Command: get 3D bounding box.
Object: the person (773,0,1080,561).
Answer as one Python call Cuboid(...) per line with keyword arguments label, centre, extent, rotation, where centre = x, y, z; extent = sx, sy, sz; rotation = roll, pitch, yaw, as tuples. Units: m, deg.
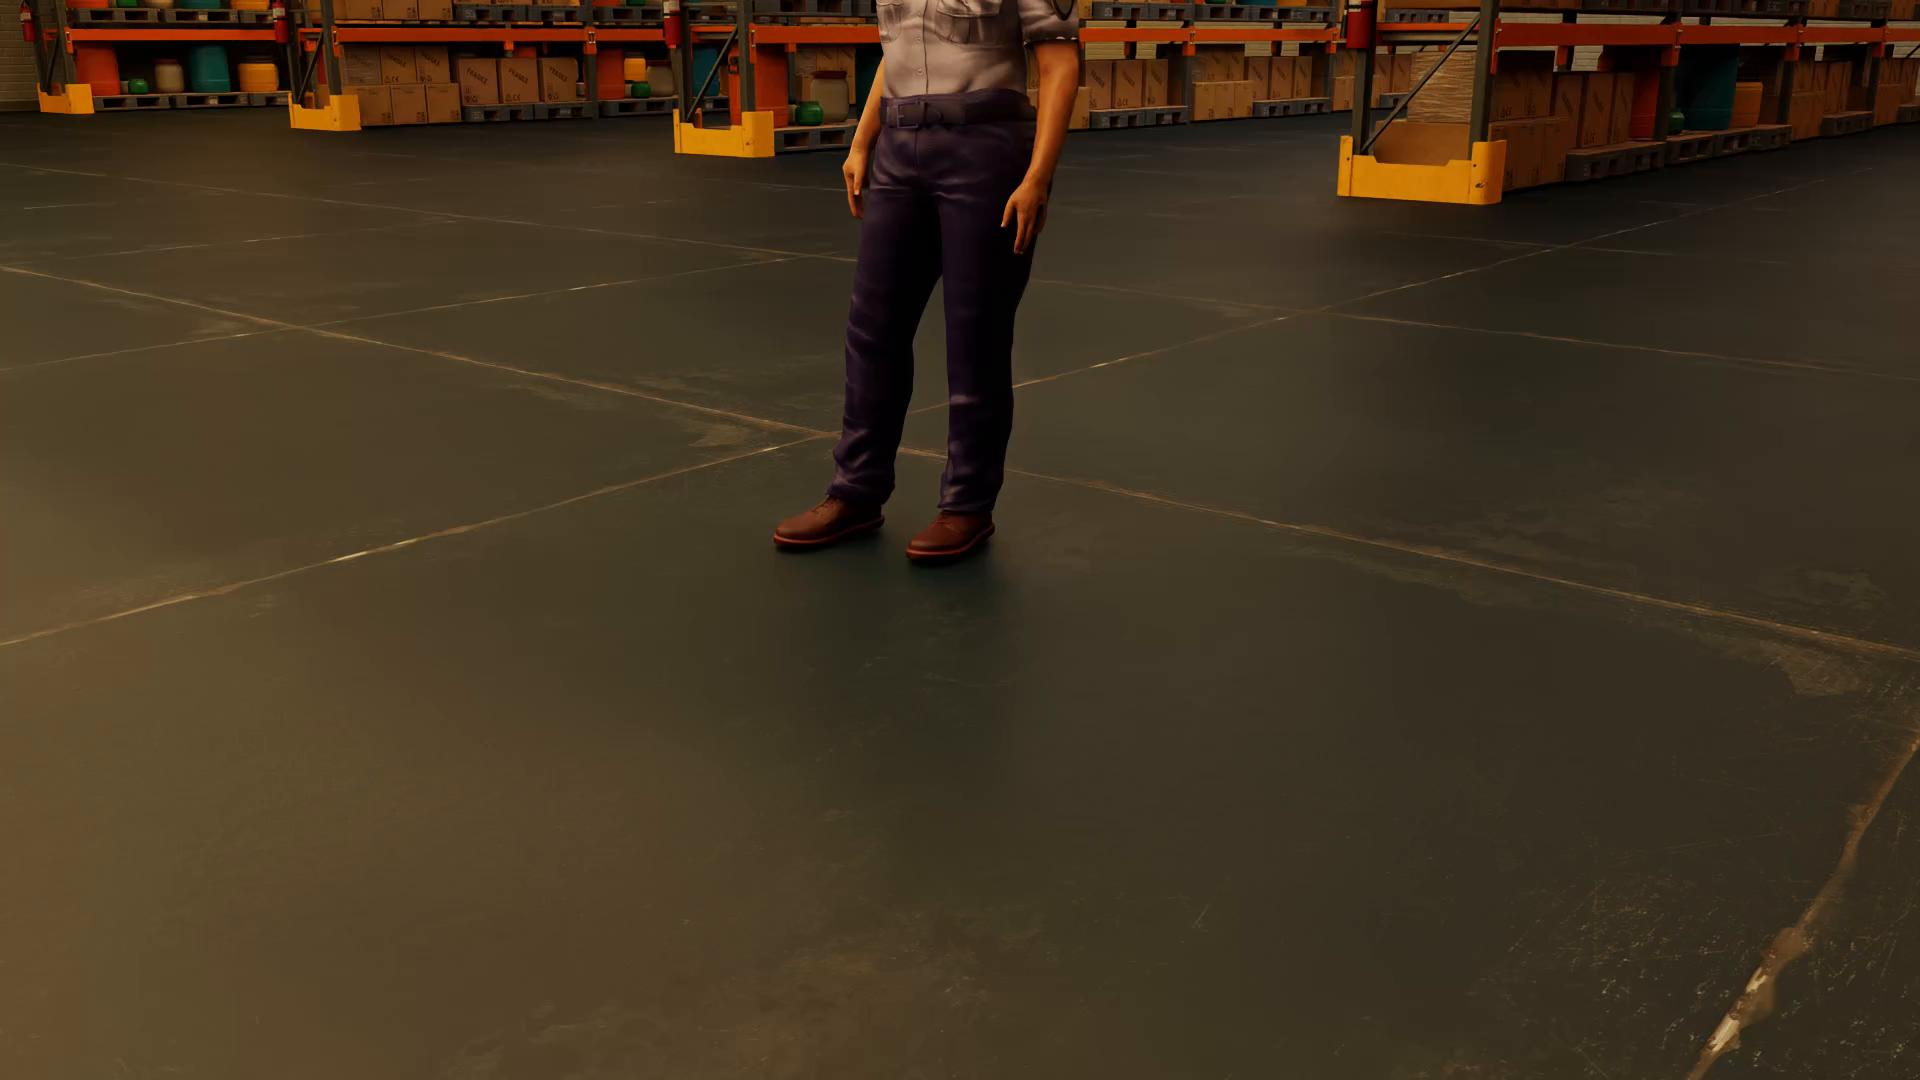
Cuboid(label="person", centre=(-0.075, -0.779, 3.648), extent=(0.598, 1.651, 0.502), rotation=(13, 21, 37))
